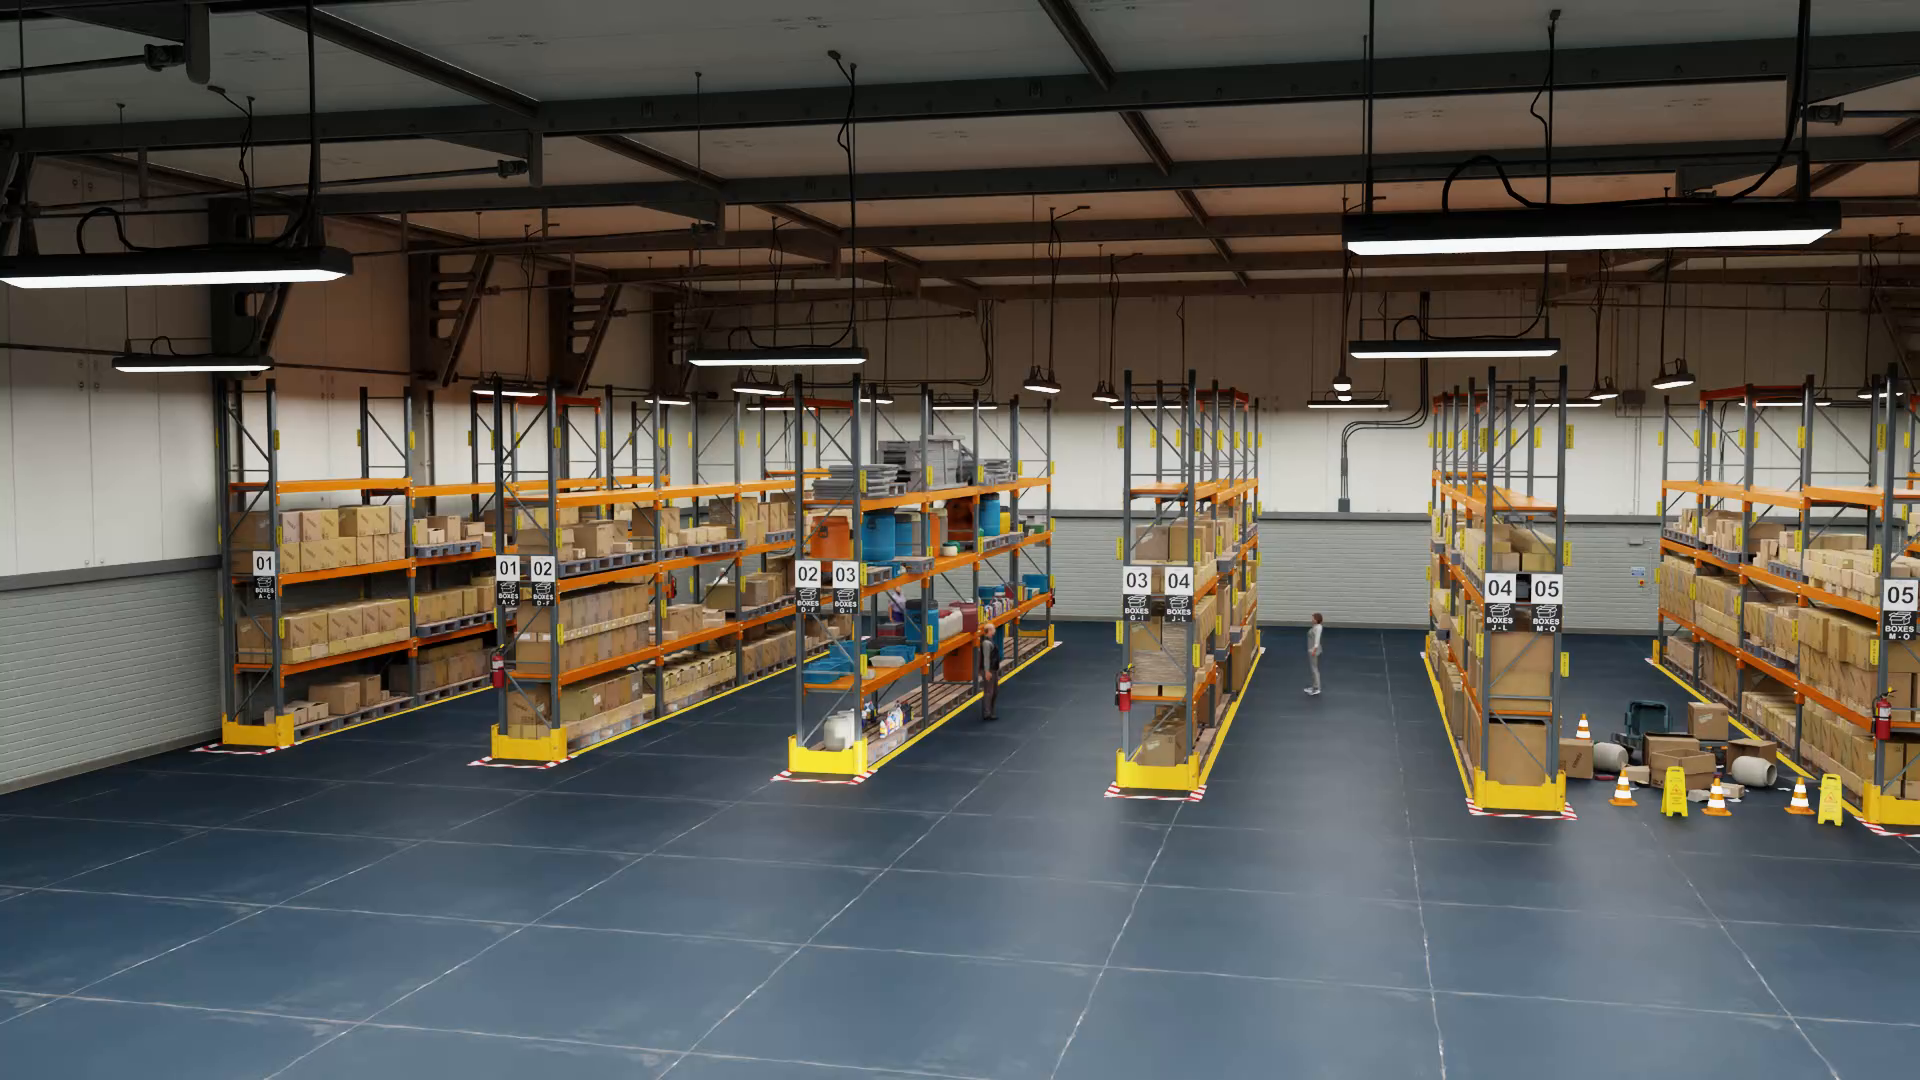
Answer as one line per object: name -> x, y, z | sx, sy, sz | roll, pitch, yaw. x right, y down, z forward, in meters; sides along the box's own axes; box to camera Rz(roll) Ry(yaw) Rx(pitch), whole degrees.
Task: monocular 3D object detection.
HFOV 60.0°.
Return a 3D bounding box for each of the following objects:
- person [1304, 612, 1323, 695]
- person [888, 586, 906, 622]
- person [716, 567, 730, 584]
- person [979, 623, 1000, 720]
person -> 6.988, 2.244, 32.886 | 0.365, 1.627, 0.480 | 1, 4, 14
person -> -1.409, 1.847, 39.063 | 0.564, 1.652, 0.528 | 2, 4, 33
person -> -6.158, 1.561, 43.588 | 0.503, 1.686, 0.499 | 1, 4, 20
person -> 0.531, 2.381, 29.811 | 0.364, 1.772, 0.589 | 0, 3, 6
